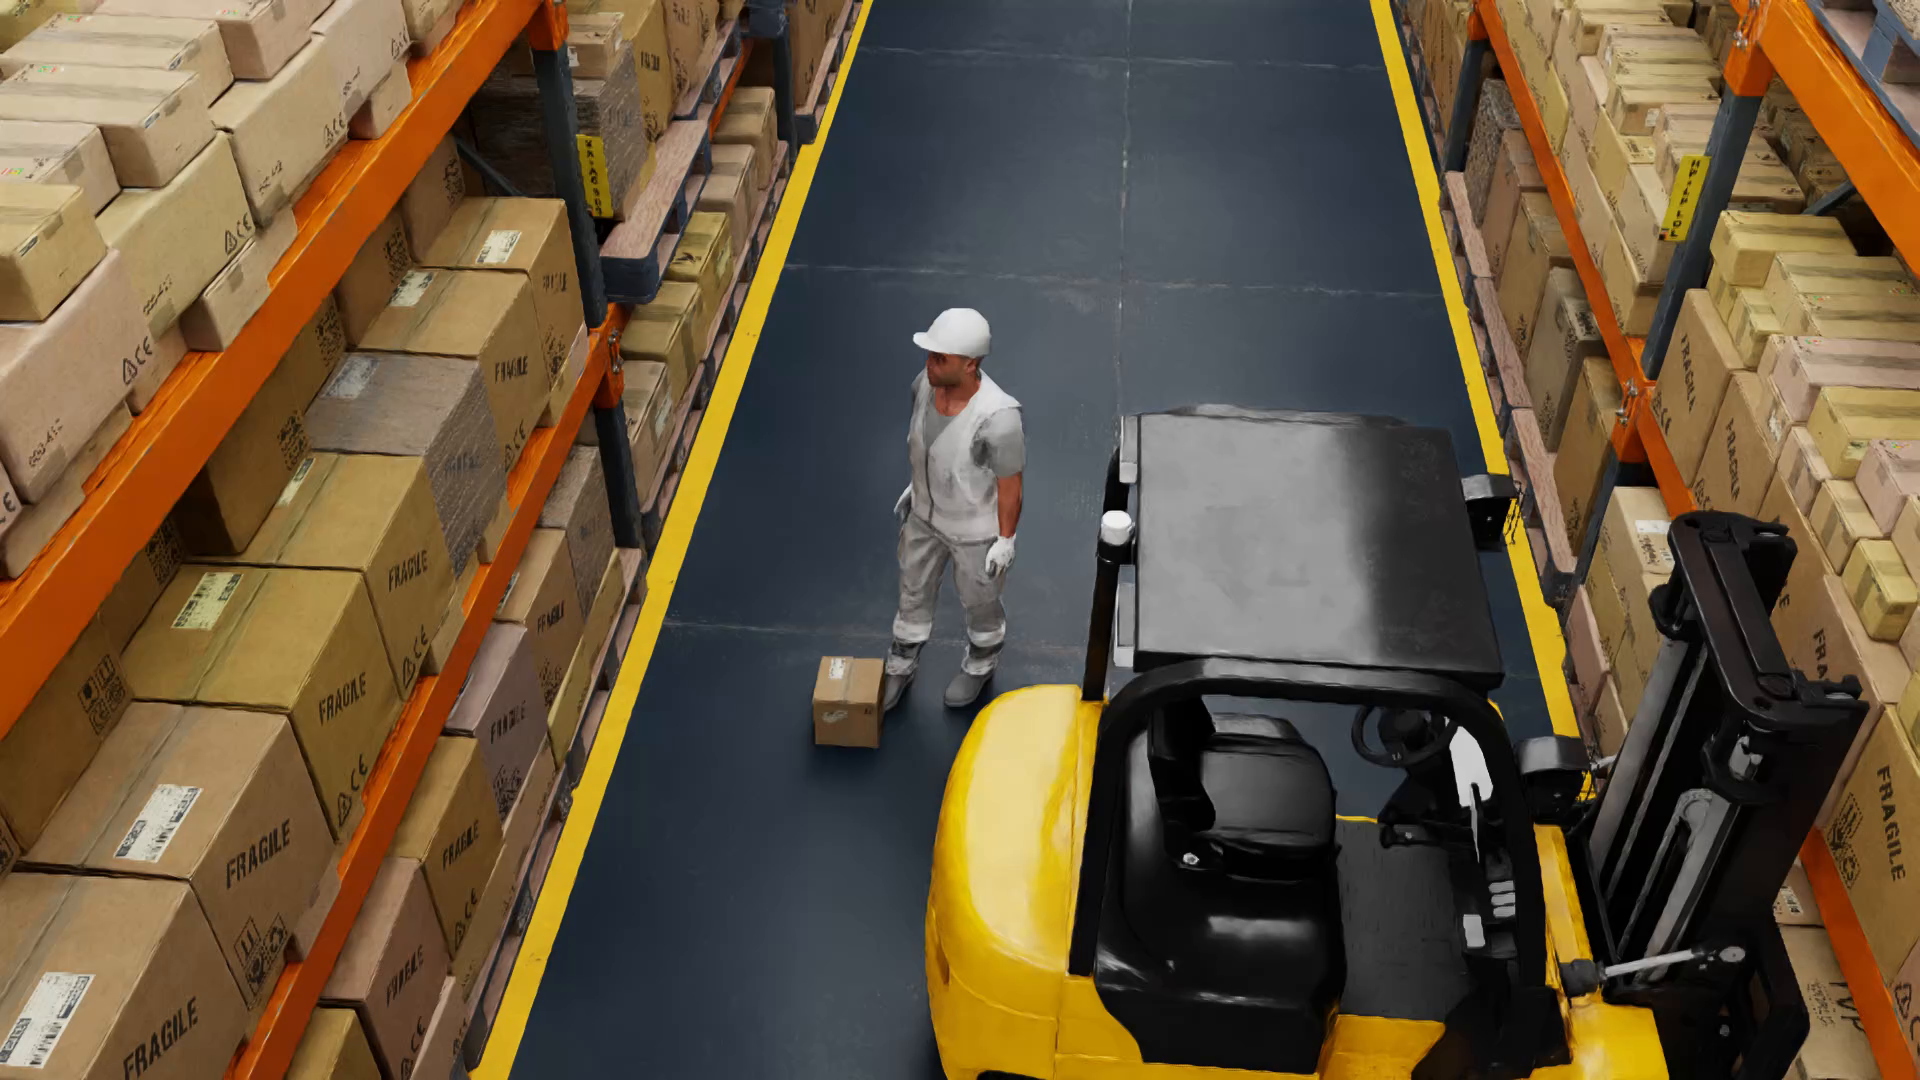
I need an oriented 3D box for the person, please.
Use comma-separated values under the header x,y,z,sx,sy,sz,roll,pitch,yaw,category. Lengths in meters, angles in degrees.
x,y,z,sx,sy,sz,roll,pitch,yaw,category
-0.082,-0.047,6.174,0.564,1.794,0.547,-31,49,-32,person
